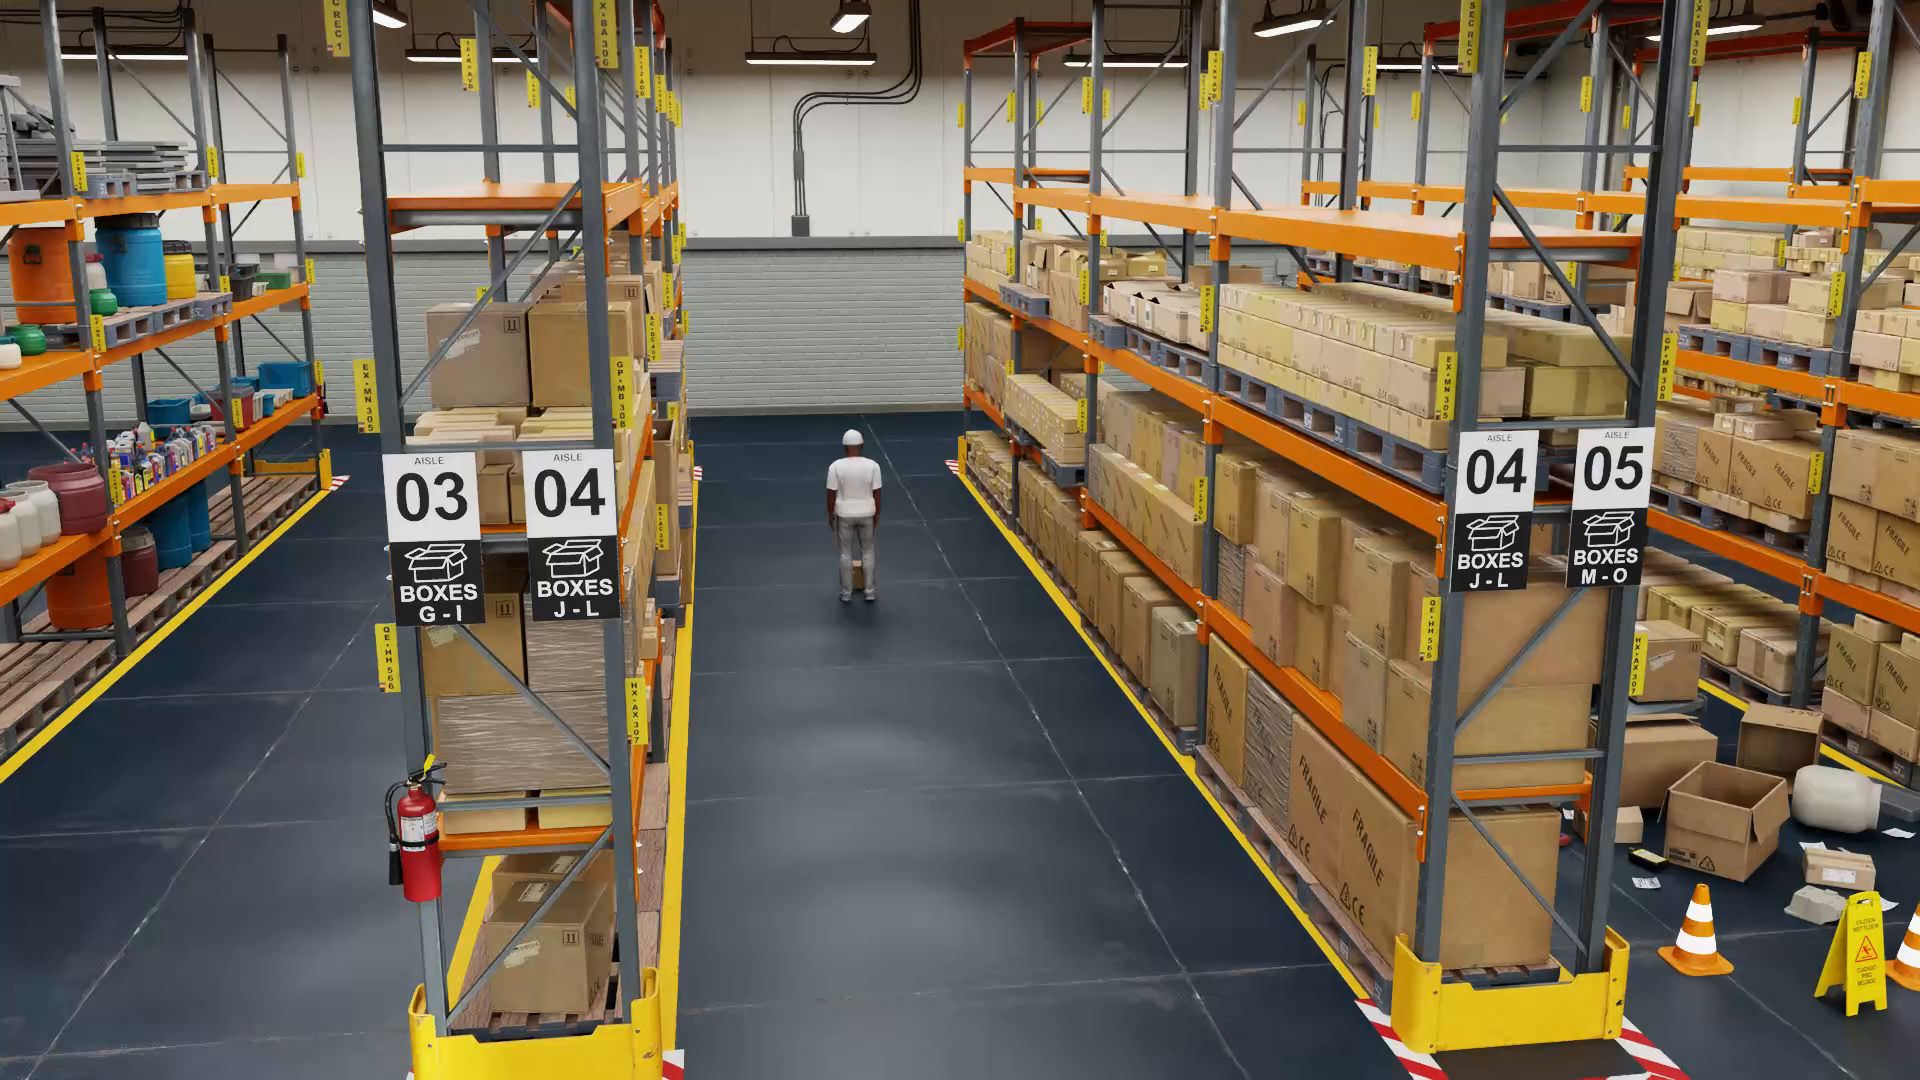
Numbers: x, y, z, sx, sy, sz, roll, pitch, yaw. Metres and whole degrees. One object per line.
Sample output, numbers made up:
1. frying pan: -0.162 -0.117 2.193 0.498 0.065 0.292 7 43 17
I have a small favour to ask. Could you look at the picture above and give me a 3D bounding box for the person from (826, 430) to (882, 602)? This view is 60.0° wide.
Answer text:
1. person: -1.084 -0.251 17.031 0.564 1.768 0.355 -2 13 -7
